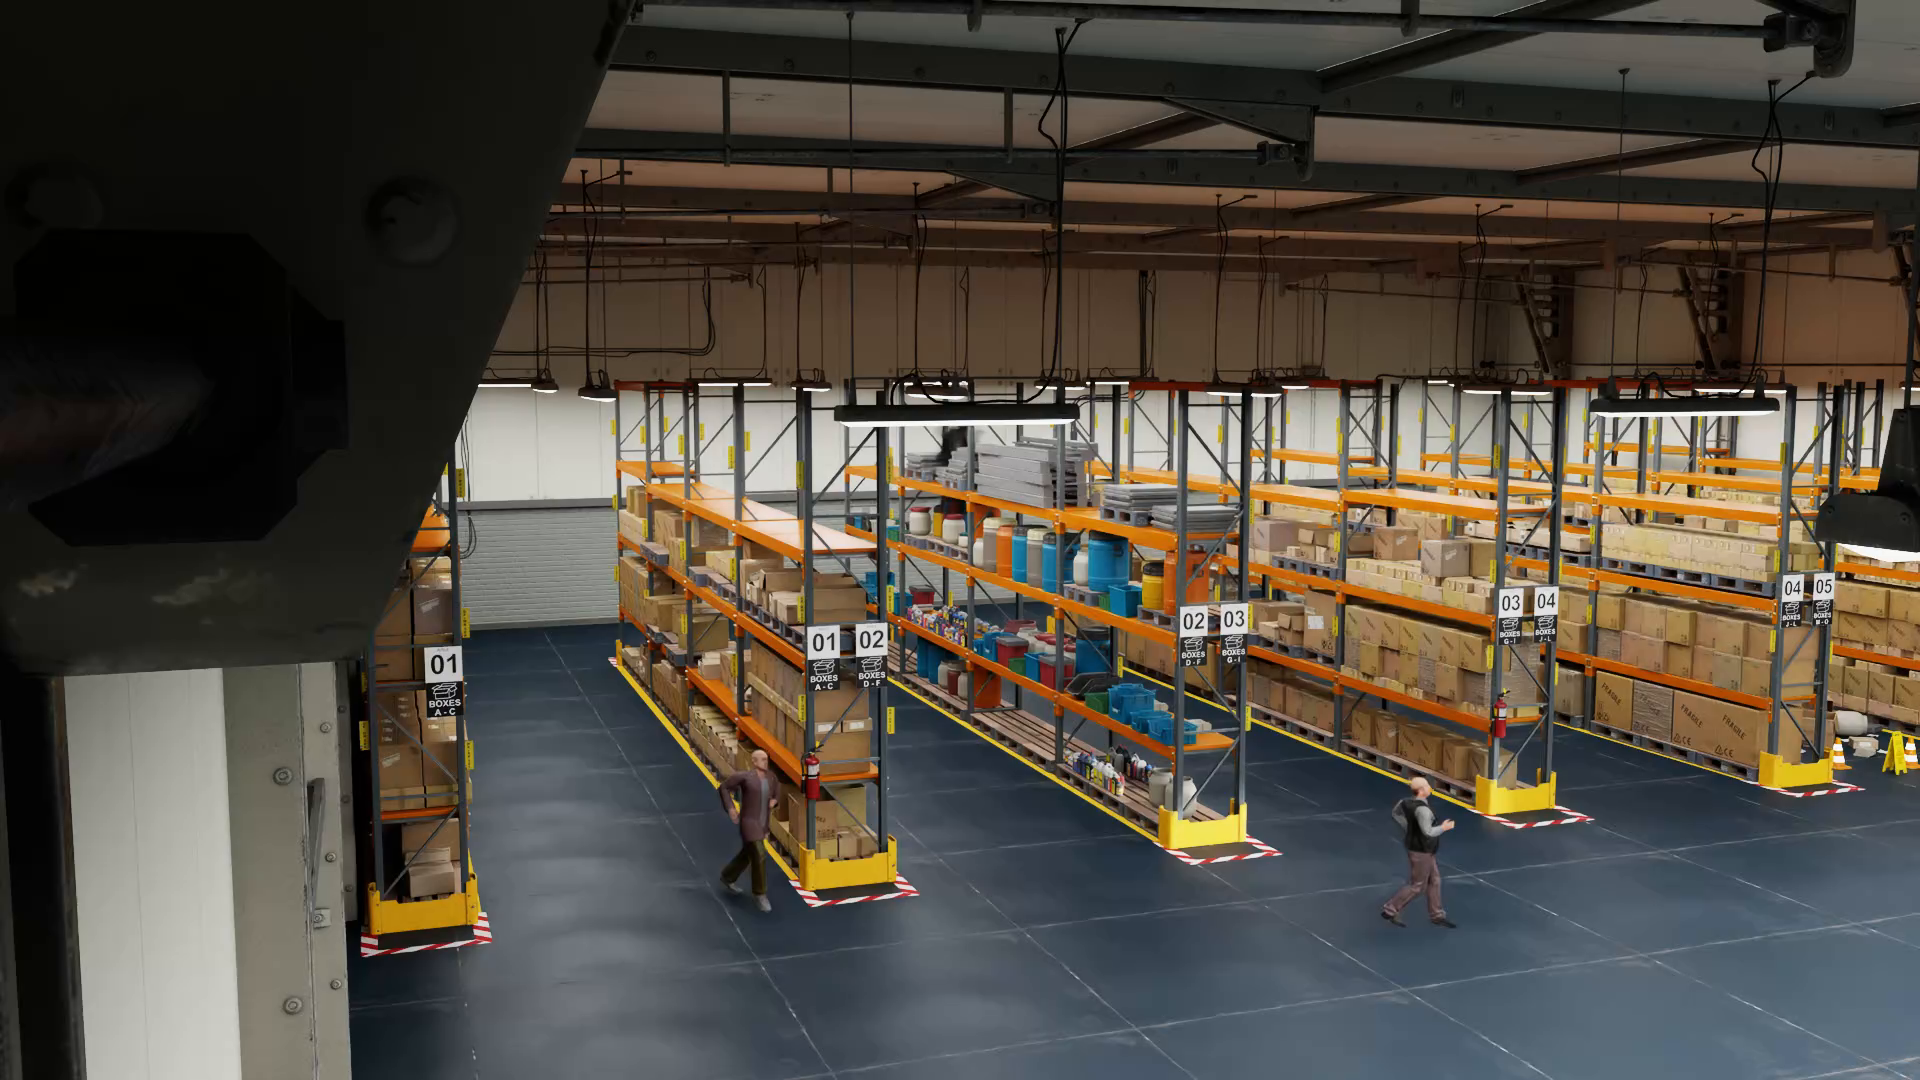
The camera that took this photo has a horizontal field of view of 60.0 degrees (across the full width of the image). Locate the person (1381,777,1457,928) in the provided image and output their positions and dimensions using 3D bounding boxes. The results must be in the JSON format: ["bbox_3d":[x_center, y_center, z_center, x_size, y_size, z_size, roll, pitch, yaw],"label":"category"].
[{"bbox_3d":[5.139,3.494,18.525,0.888,1.729,0.657,0,6,2],"label":"person"}]

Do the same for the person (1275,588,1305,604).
[{"bbox_3d":[8.245,1.079,41.769,0.962,1.769,0.720,-3,7,-24],"label":"person"}]

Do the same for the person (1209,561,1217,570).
[{"bbox_3d":[5.873,1.237,40.012,0.736,1.762,0.823,4,7,35],"label":"person"}]

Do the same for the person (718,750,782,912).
[{"bbox_3d":[-2.416,3.388,19.677,0.933,1.783,0.726,4,7,35],"label":"person"}]
